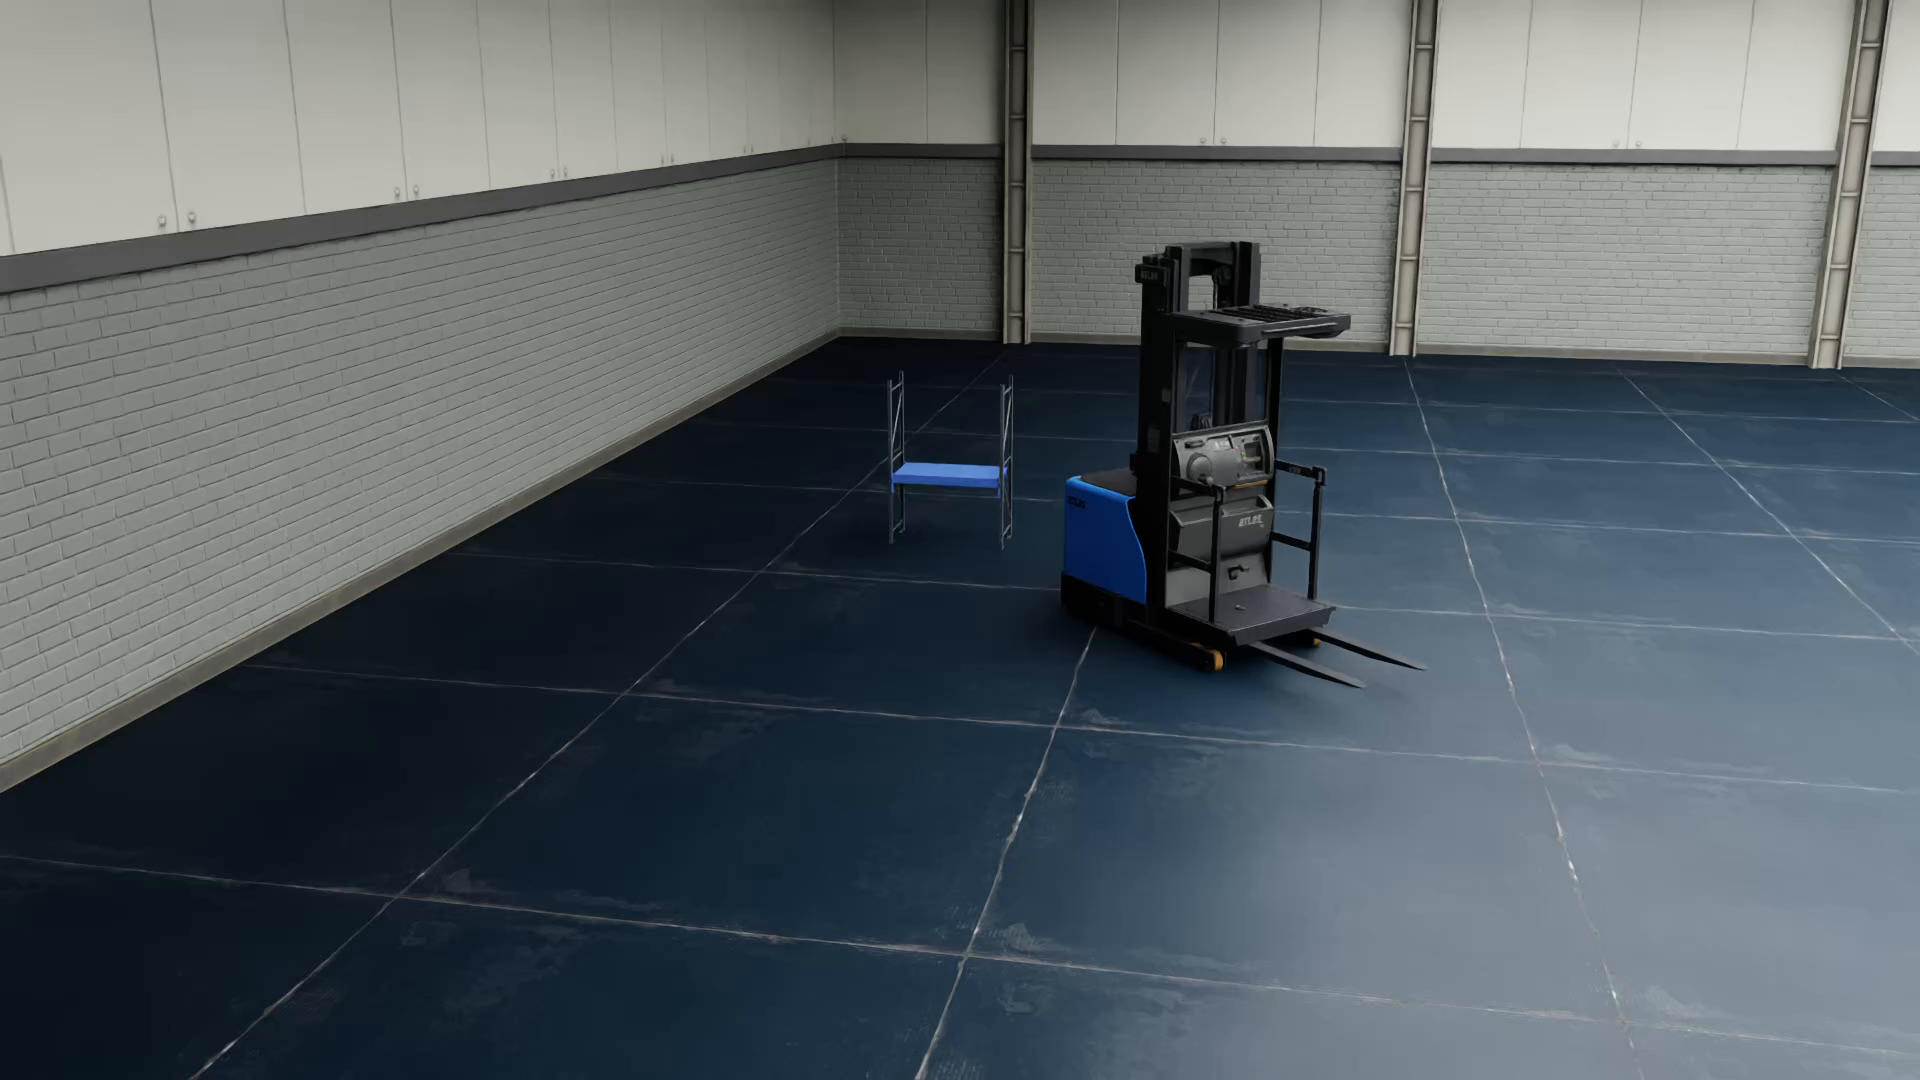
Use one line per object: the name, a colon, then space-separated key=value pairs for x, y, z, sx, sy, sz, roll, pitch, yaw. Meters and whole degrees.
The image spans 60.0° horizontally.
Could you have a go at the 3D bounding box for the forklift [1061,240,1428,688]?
forklift: x=2.050 y=-0.613 z=11.971 sx=1.130 sy=2.935 sz=3.031 roll=-10 pitch=19 yaw=-33

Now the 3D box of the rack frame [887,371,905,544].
rack frame: x=-0.582 y=-0.754 z=15.164 sx=0.032 sy=1.500 sz=0.500 roll=3 pitch=16 yaw=11

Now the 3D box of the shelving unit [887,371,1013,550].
shelving unit: x=-0.084 y=-0.727 z=15.066 sx=1.048 sy=1.500 sz=0.538 roll=3 pitch=16 yaw=11

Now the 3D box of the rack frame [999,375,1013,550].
rack frame: x=0.415 y=-0.700 z=14.969 sx=0.032 sy=1.500 sz=0.500 roll=3 pitch=16 yaw=11

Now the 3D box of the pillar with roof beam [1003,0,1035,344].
pillar with roof beam: x=0.056 y=-6.384 z=21.441 sx=0.400 sy=9.000 sz=9.100 roll=3 pitch=16 yaw=11

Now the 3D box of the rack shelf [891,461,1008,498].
rack shelf: x=-0.084 y=-0.554 z=15.114 sx=1.000 sy=0.185 sz=0.538 roll=3 pitch=16 yaw=11

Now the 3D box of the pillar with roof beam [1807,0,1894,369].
pillar with roof beam: x=11.816 y=-5.746 z=19.137 sx=0.400 sy=9.000 sz=9.100 roll=3 pitch=16 yaw=11

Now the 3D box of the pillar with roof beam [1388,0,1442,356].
pillar with roof beam: x=5.936 y=-6.065 z=20.289 sx=0.400 sy=9.000 sz=9.100 roll=3 pitch=16 yaw=11
